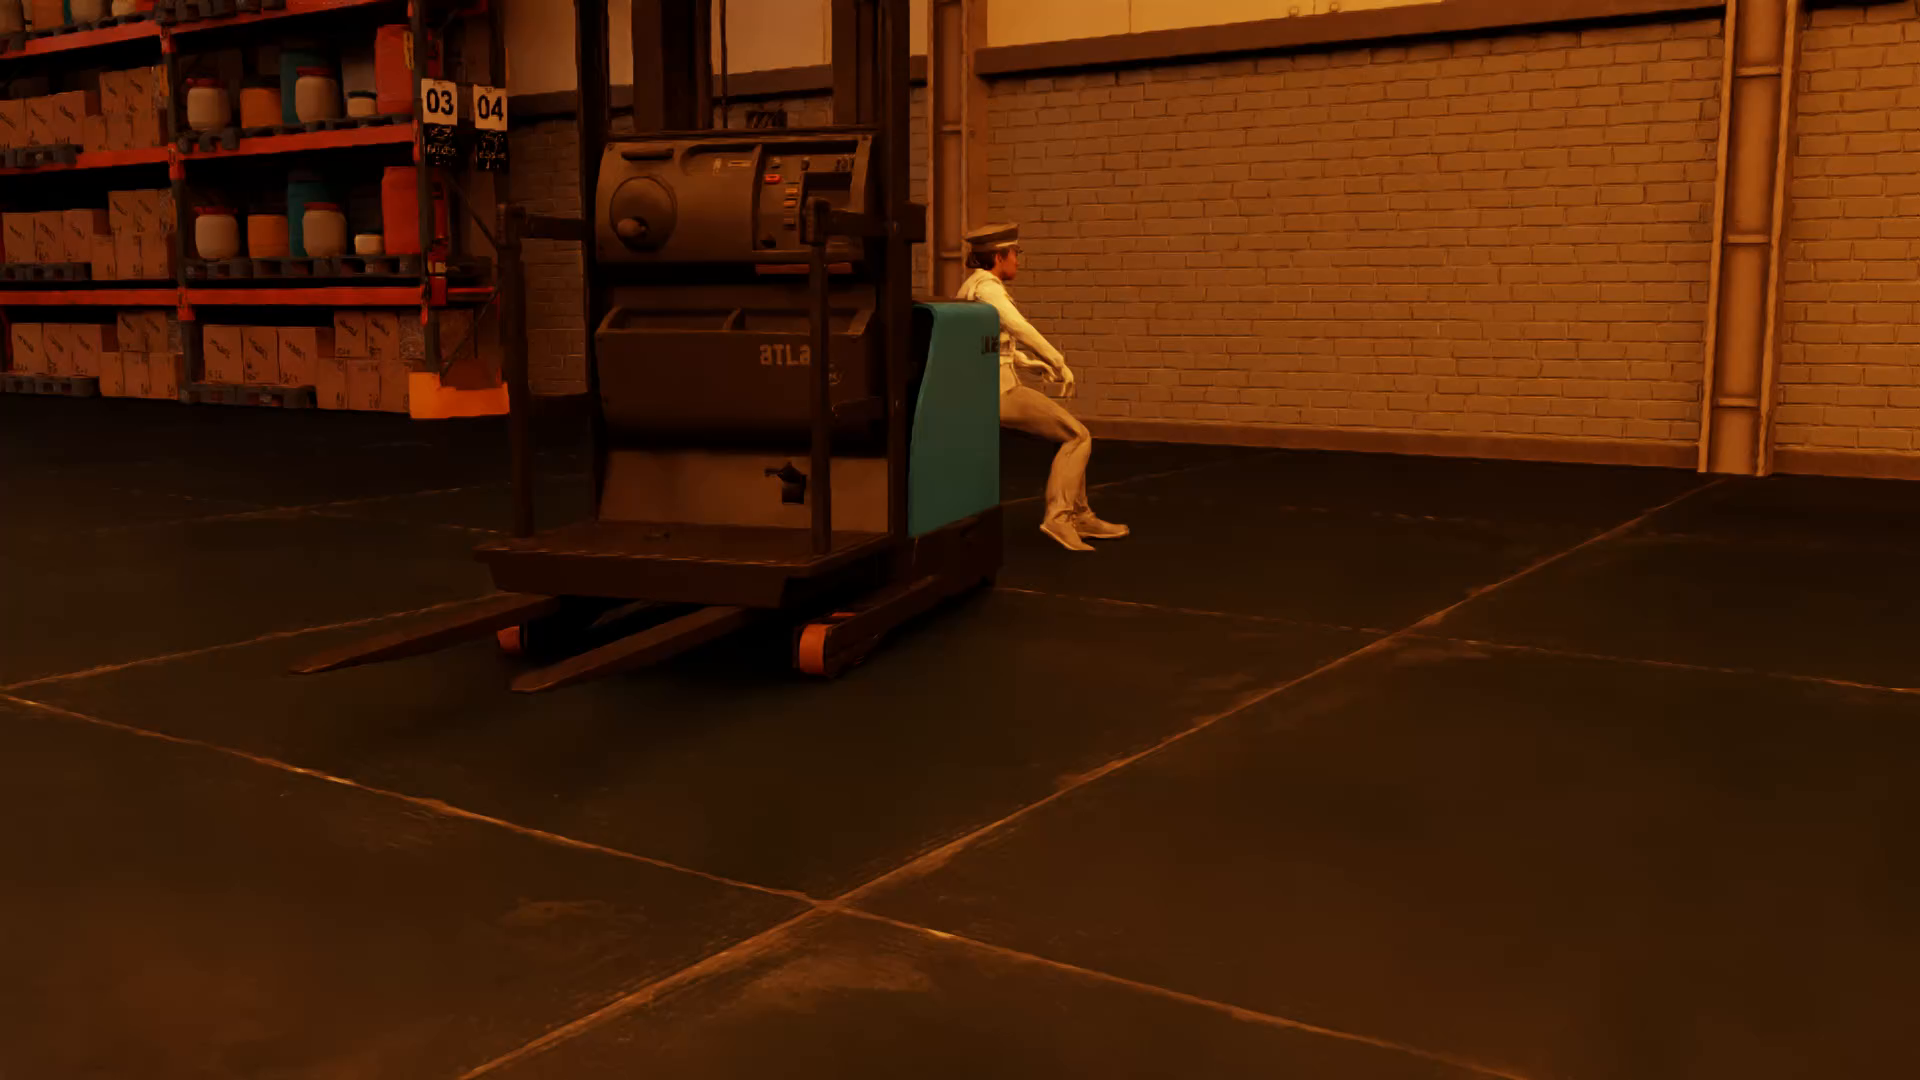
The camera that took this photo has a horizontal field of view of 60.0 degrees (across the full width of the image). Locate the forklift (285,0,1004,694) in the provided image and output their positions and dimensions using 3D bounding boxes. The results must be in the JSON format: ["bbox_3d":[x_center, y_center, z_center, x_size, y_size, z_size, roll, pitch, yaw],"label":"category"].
[{"bbox_3d":[-0.783,-1.114,5.026,1.130,2.935,3.031,3,9,18],"label":"forklift"}]

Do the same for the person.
[{"bbox_3d":[0.365,-0.688,7.510,0.800,1.475,0.766,-3,9,-20],"label":"person"}]
